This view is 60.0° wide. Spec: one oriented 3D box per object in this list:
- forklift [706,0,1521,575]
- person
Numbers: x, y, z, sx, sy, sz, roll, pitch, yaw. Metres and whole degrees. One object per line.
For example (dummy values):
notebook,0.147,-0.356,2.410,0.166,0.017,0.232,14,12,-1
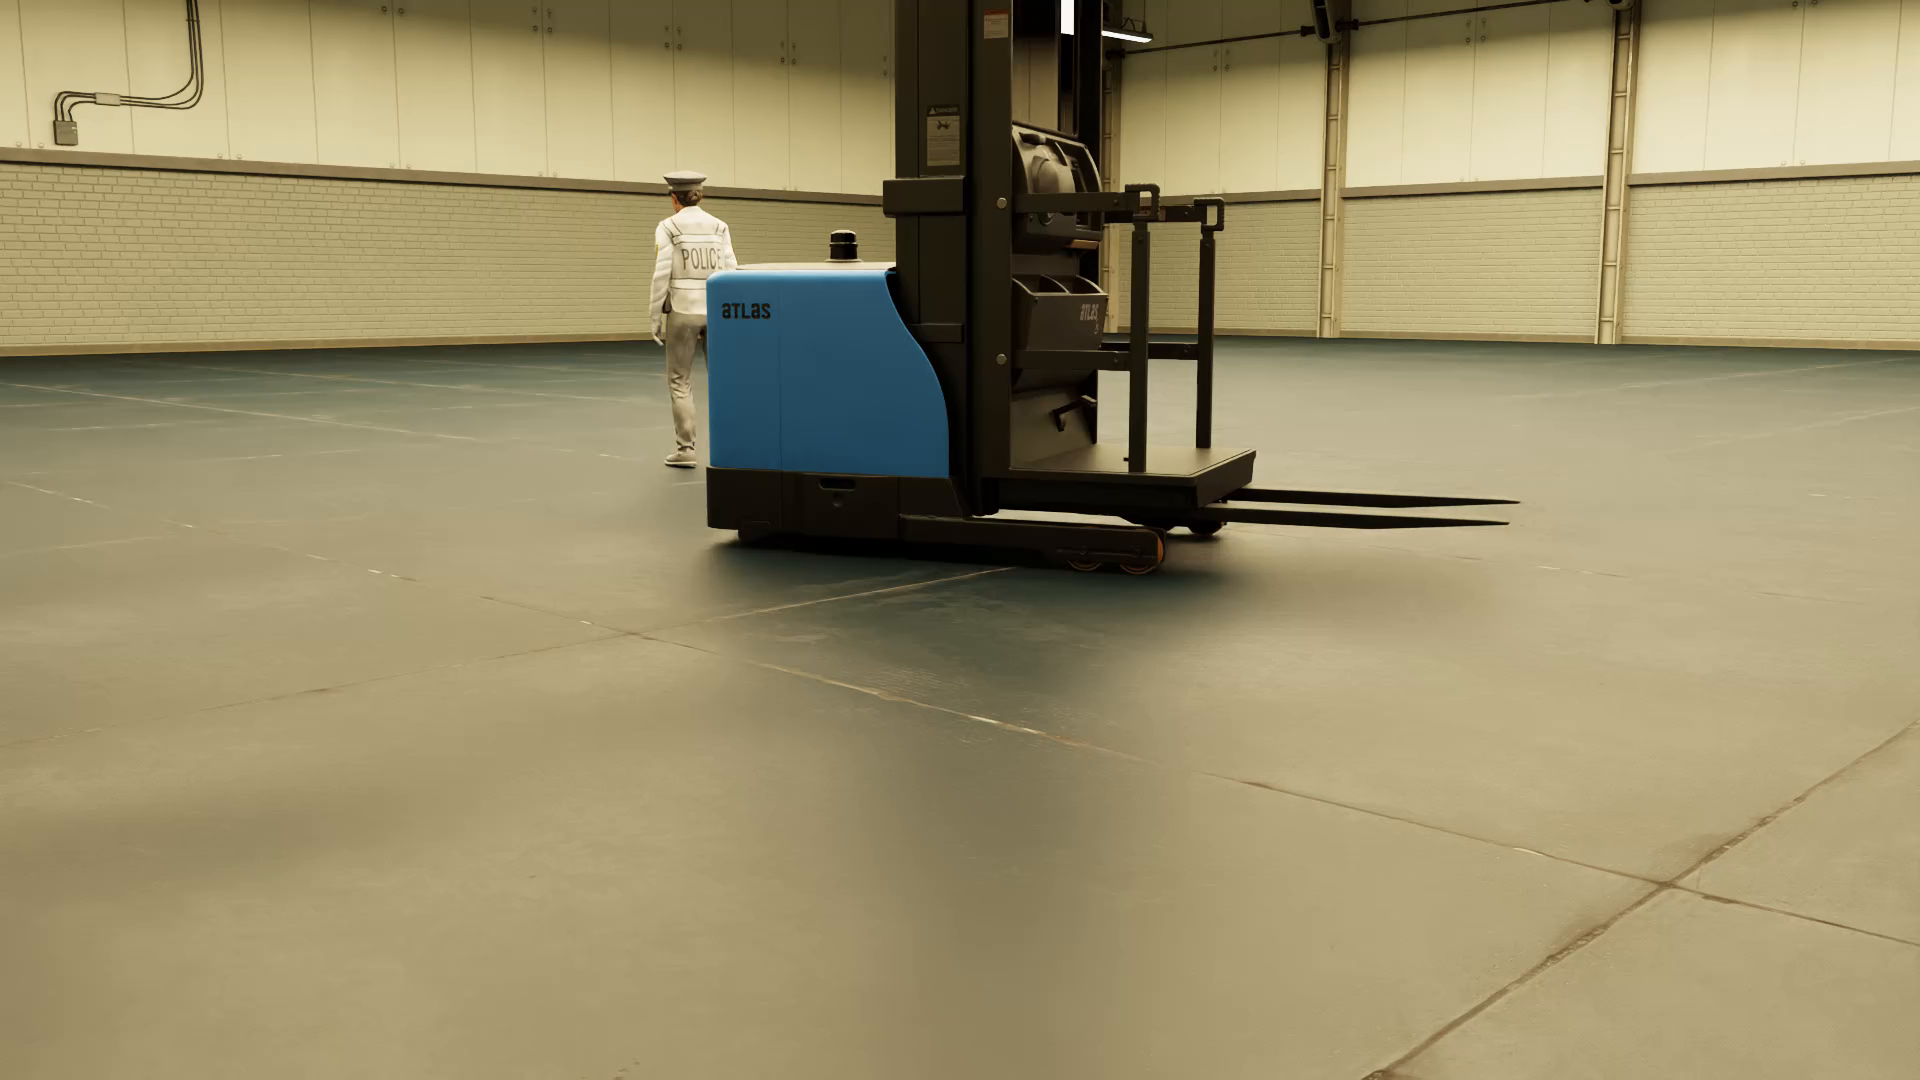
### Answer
forklift,0.565,-1.416,6.275,3.031,2.935,1.130,3,9,22
person,-1.498,-1.249,9.428,0.547,1.665,0.374,-5,10,-29
